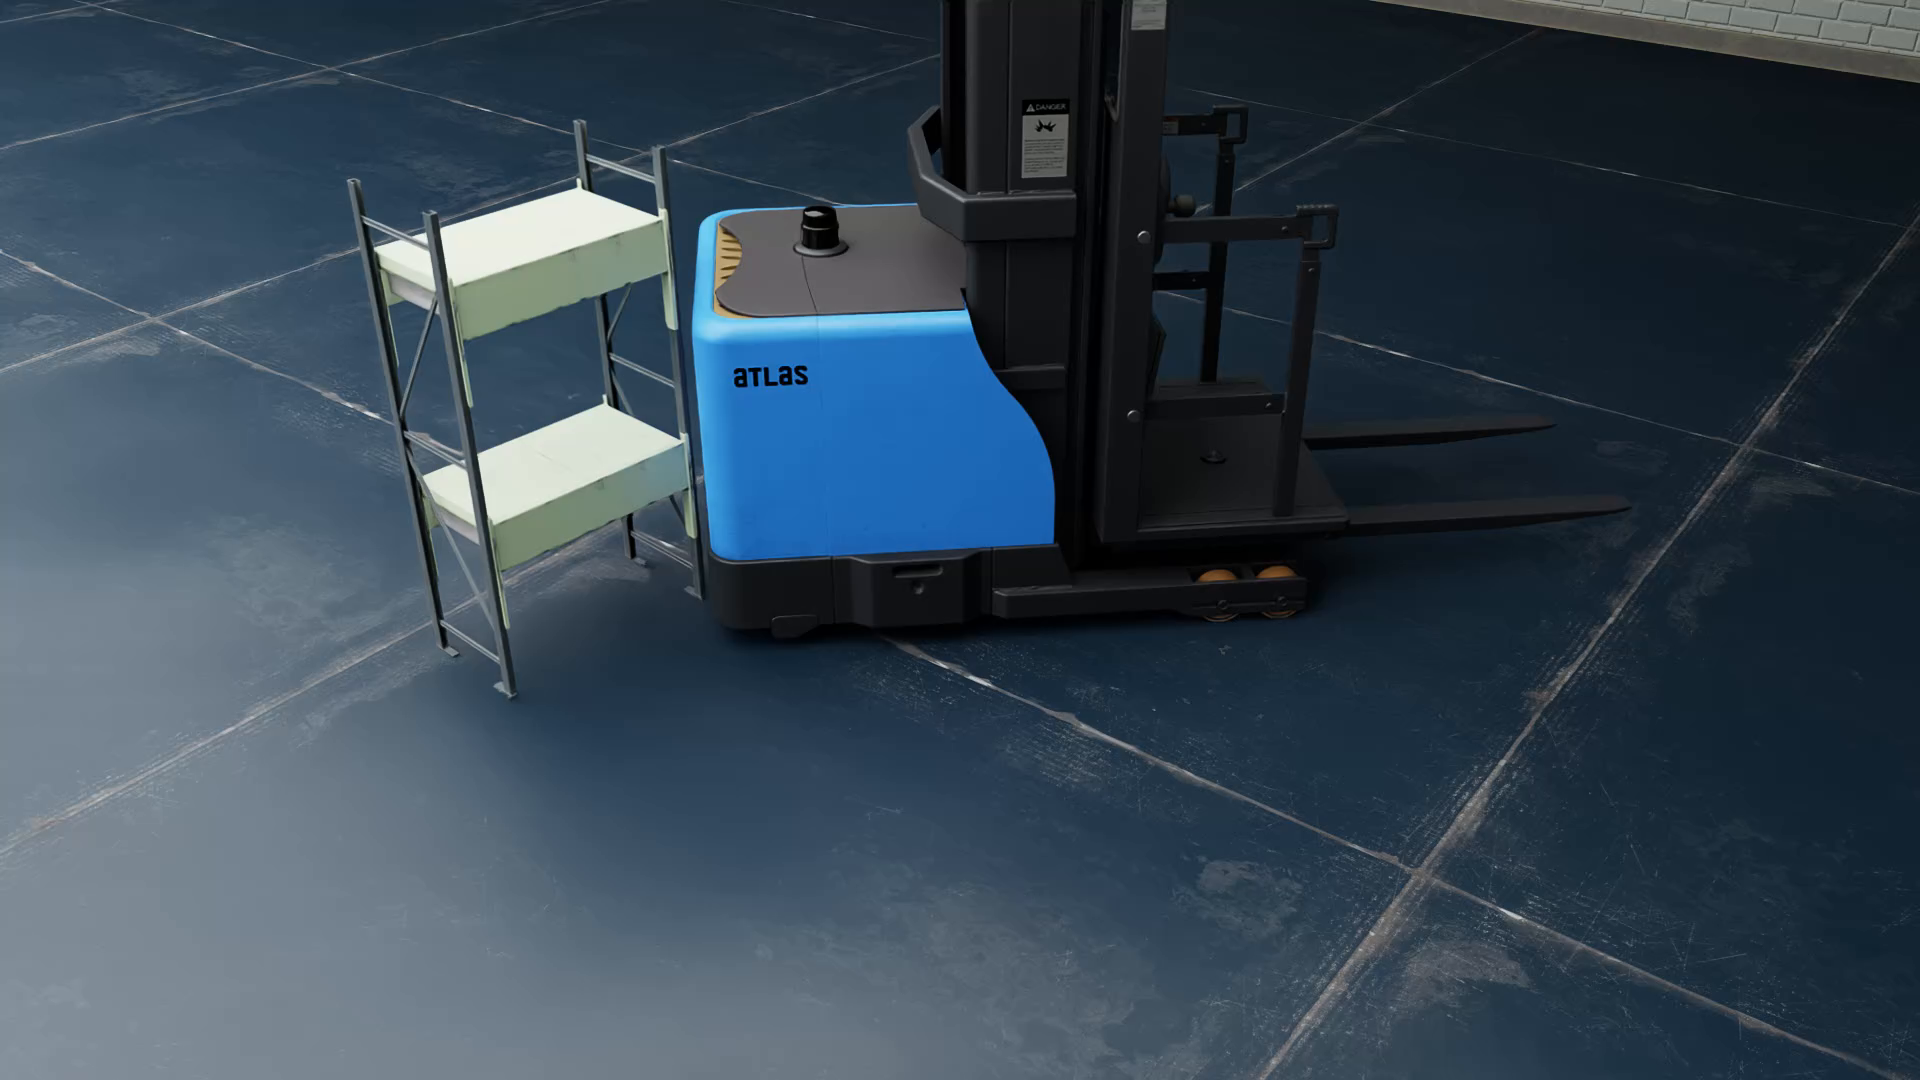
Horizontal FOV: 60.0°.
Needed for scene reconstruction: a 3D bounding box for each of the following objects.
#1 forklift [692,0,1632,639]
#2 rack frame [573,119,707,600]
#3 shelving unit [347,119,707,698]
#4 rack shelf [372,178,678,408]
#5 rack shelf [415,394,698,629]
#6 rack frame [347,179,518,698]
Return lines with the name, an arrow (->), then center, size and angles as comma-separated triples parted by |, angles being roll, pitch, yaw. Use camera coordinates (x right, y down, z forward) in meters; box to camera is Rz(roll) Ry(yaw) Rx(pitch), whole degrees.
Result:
forklift -> 0.685, -1.265, 5.010 | 3.031, 2.935, 1.130 | -3, 31, -5
rack frame -> -0.982, -0.522, 5.159 | 0.400, 1.500, 0.023 | 25, 39, 35
shelving unit -> -1.229, -0.384, 4.927 | 0.431, 1.500, 0.755 | 25, 39, 35
rack shelf -> -1.229, -0.720, 4.728 | 0.431, 0.370, 0.720 | 25, 39, 35
rack shelf -> -1.229, -0.104, 5.093 | 0.431, 0.370, 0.720 | 25, 39, 35
rack frame -> -1.476, -0.246, 4.695 | 0.400, 1.500, 0.023 | 25, 39, 35
